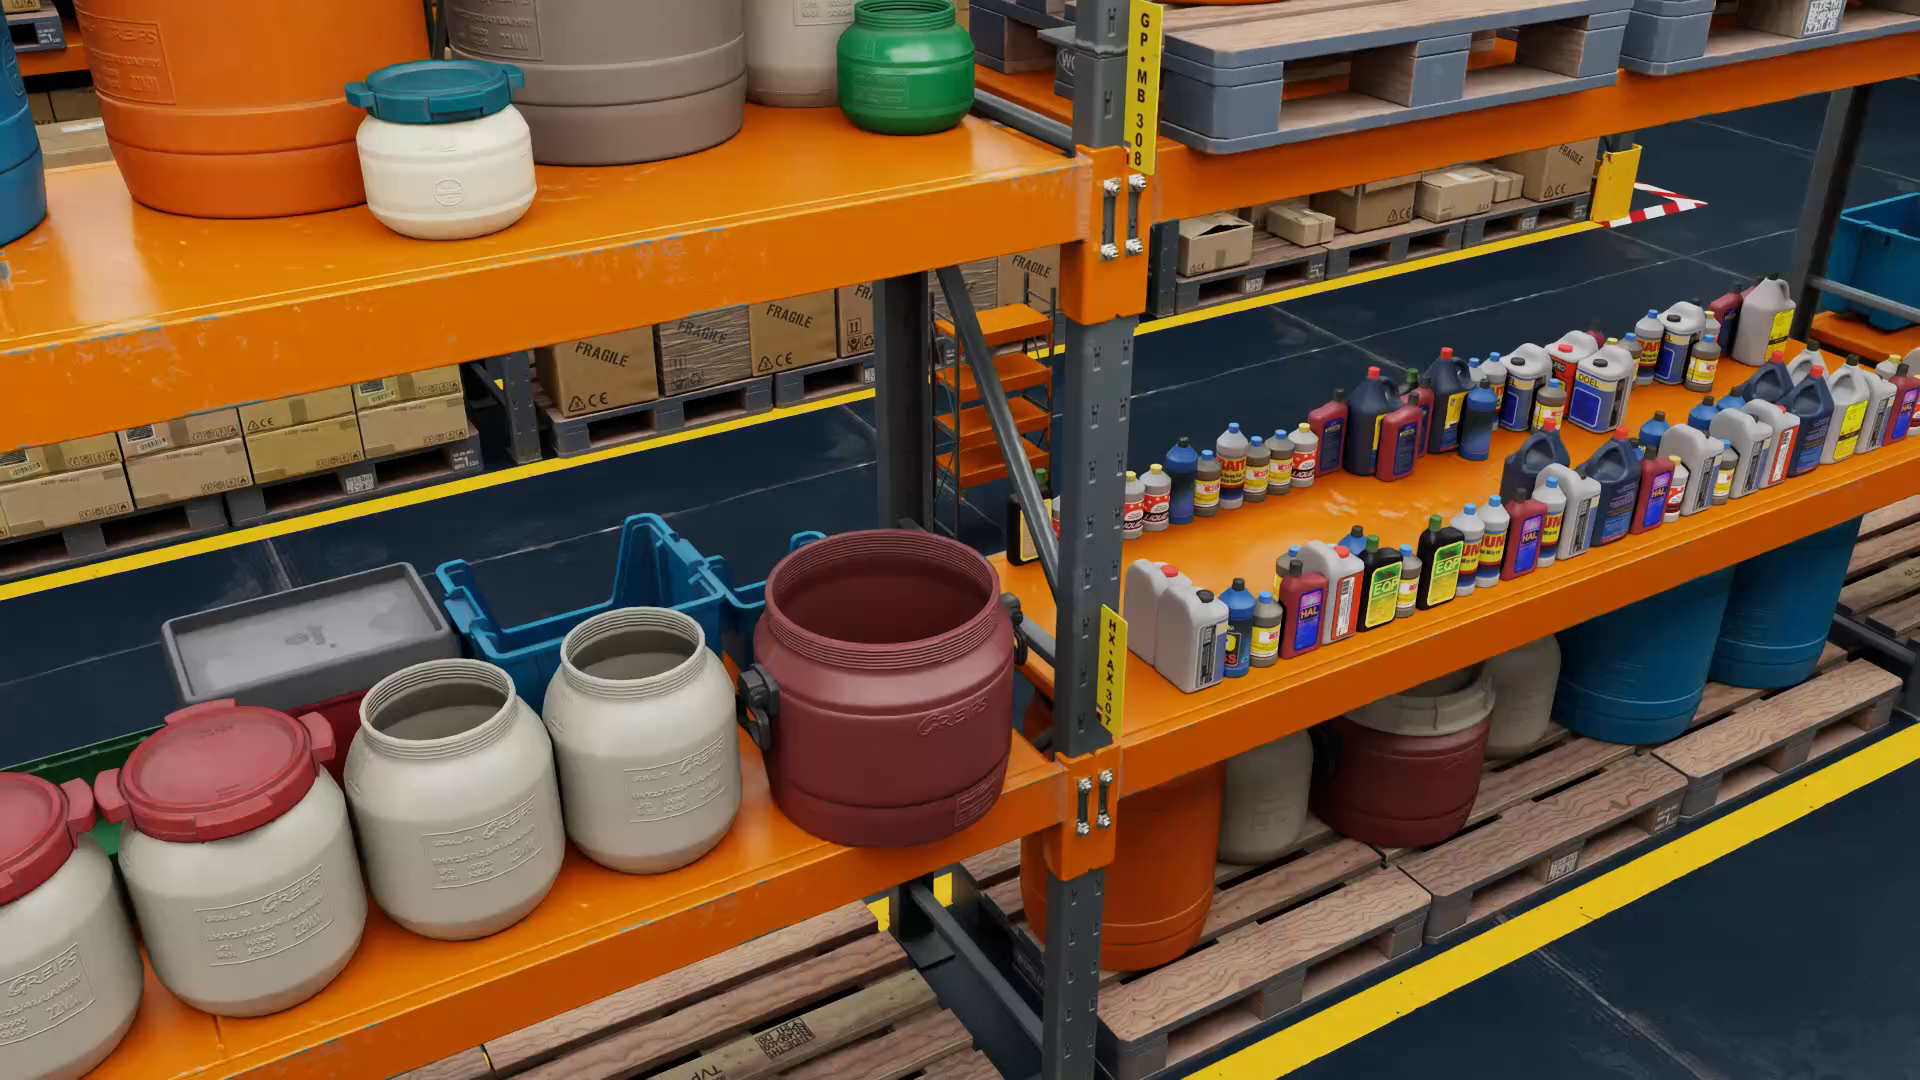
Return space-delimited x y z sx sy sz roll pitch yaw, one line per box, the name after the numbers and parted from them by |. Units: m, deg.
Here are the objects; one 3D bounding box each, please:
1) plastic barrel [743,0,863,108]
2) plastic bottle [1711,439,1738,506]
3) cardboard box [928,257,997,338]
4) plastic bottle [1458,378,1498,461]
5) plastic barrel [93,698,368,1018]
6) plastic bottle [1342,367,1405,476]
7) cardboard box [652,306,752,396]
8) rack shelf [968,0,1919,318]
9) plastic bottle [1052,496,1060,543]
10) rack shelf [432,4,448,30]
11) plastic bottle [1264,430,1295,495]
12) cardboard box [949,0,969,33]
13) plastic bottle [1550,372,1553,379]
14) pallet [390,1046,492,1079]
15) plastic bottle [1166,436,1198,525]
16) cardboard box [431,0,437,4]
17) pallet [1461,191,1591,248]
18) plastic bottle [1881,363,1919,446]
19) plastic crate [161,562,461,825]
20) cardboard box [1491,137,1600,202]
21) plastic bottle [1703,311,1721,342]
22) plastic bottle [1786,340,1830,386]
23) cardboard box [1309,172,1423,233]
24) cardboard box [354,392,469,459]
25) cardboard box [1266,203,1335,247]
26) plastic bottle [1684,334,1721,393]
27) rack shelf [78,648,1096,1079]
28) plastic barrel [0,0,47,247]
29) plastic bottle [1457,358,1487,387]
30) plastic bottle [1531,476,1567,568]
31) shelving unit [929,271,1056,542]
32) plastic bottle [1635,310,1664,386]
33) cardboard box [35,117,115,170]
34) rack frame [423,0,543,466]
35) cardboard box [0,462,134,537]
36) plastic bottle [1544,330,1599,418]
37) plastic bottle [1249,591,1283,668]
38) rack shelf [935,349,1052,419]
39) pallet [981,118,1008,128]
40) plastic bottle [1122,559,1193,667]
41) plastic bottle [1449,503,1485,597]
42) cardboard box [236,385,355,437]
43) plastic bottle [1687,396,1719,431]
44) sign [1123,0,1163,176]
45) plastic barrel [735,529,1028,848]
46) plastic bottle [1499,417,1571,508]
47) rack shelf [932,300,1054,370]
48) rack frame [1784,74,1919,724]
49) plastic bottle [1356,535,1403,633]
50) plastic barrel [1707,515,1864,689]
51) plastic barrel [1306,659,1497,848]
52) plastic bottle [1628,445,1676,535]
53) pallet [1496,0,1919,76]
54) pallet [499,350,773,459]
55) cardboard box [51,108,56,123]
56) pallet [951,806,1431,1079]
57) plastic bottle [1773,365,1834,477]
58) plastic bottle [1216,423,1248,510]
-0.351 -1.258 3.705 0.421 0.512 0.421 0 29 0 | plastic barrel
2.392 -0.220 5.249 0.097 0.201 0.097 0 29 0 | plastic bottle
-0.129 -1.506 9.506 0.500 0.500 0.500 -15 32 -26 | cardboard box
1.721 -0.404 5.512 0.097 0.271 0.097 0 29 0 | plastic bottle
-1.435 0.647 3.333 0.433 0.535 0.433 0 29 0 | plastic barrel
1.348 -0.401 5.423 0.185 0.351 0.144 -16 33 -26 | plastic bottle
-1.449 -1.130 8.825 0.500 0.500 0.500 -17 33 -28 | cardboard box
1.796 -1.332 4.700 4.000 0.370 1.077 -16 33 -26 | rack shelf
0.313 -0.055 4.950 0.097 0.201 0.097 0 29 0 | plastic bottle
-3.223 -4.146 12.903 4.000 0.370 1.077 -16 33 -26 | rack shelf
1.016 -0.254 5.312 0.097 0.201 0.097 0 29 0 | plastic bottle
-0.068 -2.898 9.359 0.500 0.500 0.700 -11 31 -19 | cardboard box
2.016 -0.538 5.827 0.097 0.201 0.097 0 29 0 | plastic bottle
-1.667 1.847 4.185 1.213 0.211 1.003 -16 33 -26 | pallet
0.680 -0.190 5.122 0.097 0.271 0.097 0 29 0 | plastic bottle
-3.898 -4.055 12.233 0.250 0.149 0.380 -16 33 -27 | cardboard box
3.710 -2.432 11.938 1.213 0.211 1.003 -16 33 -26 | pallet
3.168 -0.466 5.610 0.133 0.283 0.061 -16 33 -26 | plastic bottle
-1.477 0.396 3.862 0.583 0.464 0.402 -16 33 -26 | plastic crate
4.119 -2.730 11.723 0.500 0.500 0.500 -16 33 -26 | cardboard box
2.783 -0.756 6.221 0.097 0.201 0.097 0 29 0 | plastic bottle
2.821 -0.501 5.604 0.185 0.351 0.144 -16 33 -26 | plastic bottle
2.631 -2.450 11.213 0.637 0.503 0.797 -16 33 -26 | cardboard box
-2.765 -0.658 8.250 0.500 0.250 0.500 -15 32 -25 | cardboard box
2.226 -2.069 10.871 0.250 0.166 0.380 -16 33 -26 | cardboard box
2.692 -0.645 6.020 0.097 0.201 0.097 0 29 0 | plastic bottle
-1.653 0.960 3.650 4.000 0.370 1.077 -16 33 -26 | rack shelf
-1.921 -0.933 2.713 0.708 0.901 0.600 -16 33 -26 | plastic barrel
1.732 -0.488 5.664 0.097 0.271 0.097 0 29 0 | plastic bottle
1.718 -0.059 4.886 0.097 0.271 0.097 0 29 0 | plastic bottle
0.143 -0.566 7.534 0.503 1.200 0.258 -16 33 -26 | shelving unit
2.499 -0.706 6.058 0.097 0.271 0.097 0 29 0 | plastic bottle
-3.873 -1.535 7.323 0.500 0.500 0.500 -18 34 -29 | cardboard box
-2.435 -1.909 8.104 0.127 3.000 1.000 -16 33 -26 | rack frame
-4.084 -0.282 7.567 0.500 0.250 0.500 -15 32 -25 | cardboard box
2.130 -0.588 5.839 0.135 0.276 0.152 -16 33 -26 | plastic bottle
0.806 0.231 4.433 0.097 0.201 0.097 0 29 0 | plastic bottle
0.143 -0.703 7.458 0.480 0.148 0.258 -16 33 -26 | rack shelf
0.270 -2.654 9.653 1.213 0.211 1.003 -16 33 -26 | pallet
0.531 0.175 4.456 0.135 0.276 0.152 -16 33 -26 | plastic bottle
1.435 0.021 4.740 0.097 0.271 0.097 0 29 0 | plastic bottle
-3.206 -0.774 7.878 0.500 0.311 0.500 -16 33 -27 | cardboard box
2.399 -0.338 5.390 0.097 0.271 0.097 0 29 0 | plastic bottle
0.356 -0.884 3.252 0.005 0.325 0.100 -16 33 -26 | sign
-0.175 0.336 3.896 0.708 0.536 0.600 -16 33 -26 | plastic barrel
1.751 -0.201 5.061 0.185 0.351 0.144 -16 33 -26 | plastic bottle
0.143 -0.910 7.344 0.480 0.148 0.258 -16 33 -26 | rack shelf
3.520 -0.823 6.138 0.127 3.000 1.000 -16 33 -26 | rack frame
1.146 0.108 4.570 0.133 0.283 0.061 -16 33 -26 | plastic bottle
3.043 0.037 6.315 0.708 0.901 0.600 -16 33 -26 | plastic barrel
1.458 0.624 5.575 0.708 0.588 0.600 -16 33 -26 | plastic barrel
2.102 -0.163 5.062 0.133 0.283 0.061 -16 33 -26 | plastic bottle
1.918 -1.543 4.532 1.213 0.211 1.003 -16 33 -26 | pallet
-1.772 -0.855 9.081 1.213 0.211 1.003 -16 33 -26 | pallet
-6.459 -2.661 11.598 0.500 0.500 0.700 -16 33 -27 | cardboard box
0.730 1.166 5.418 1.213 0.211 1.003 -16 33 -26 | pallet
2.734 -0.395 5.413 0.185 0.351 0.144 -16 33 -26 | plastic bottle
0.848 -0.237 5.209 0.097 0.271 0.097 0 29 0 | plastic bottle
